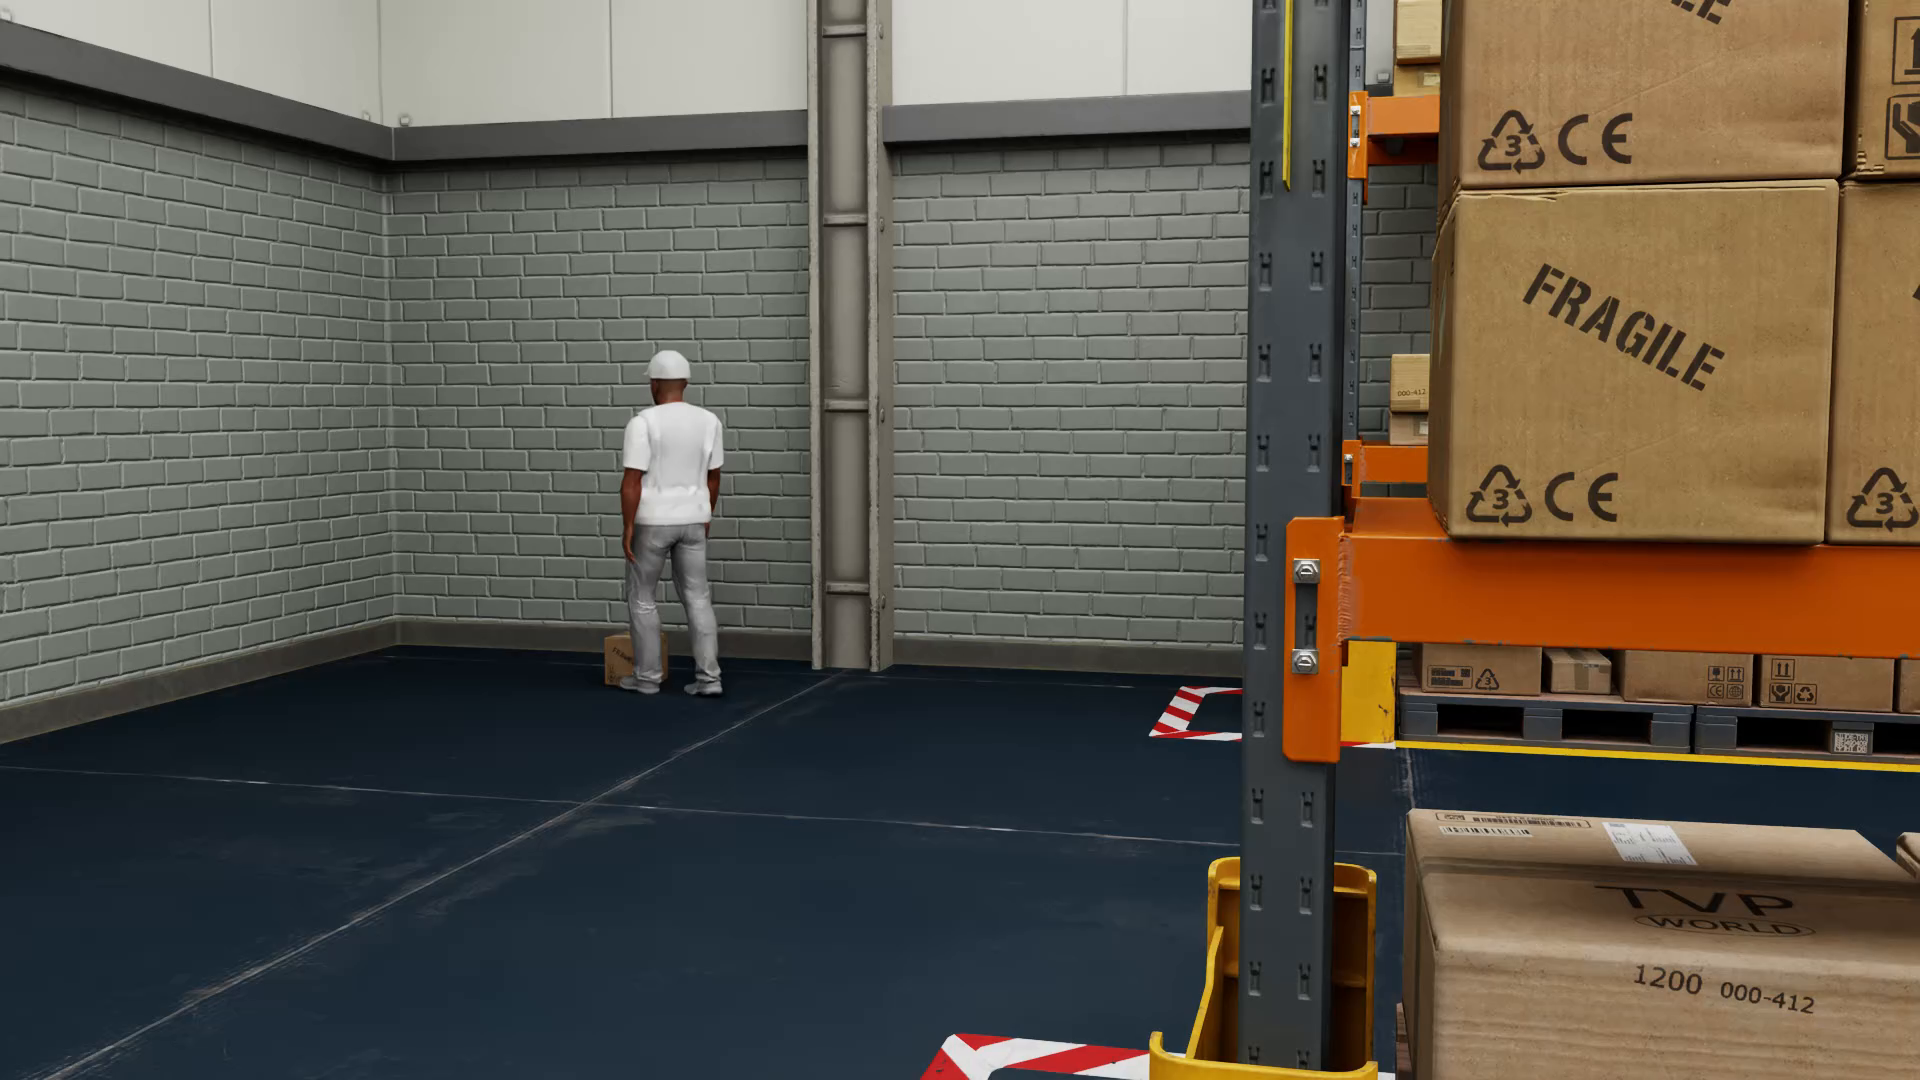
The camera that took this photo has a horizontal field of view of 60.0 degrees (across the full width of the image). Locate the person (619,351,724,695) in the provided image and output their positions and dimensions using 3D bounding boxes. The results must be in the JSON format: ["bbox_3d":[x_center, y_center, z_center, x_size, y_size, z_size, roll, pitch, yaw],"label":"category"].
[{"bbox_3d":[-1.498,-0.074,8.501,0.568,1.776,0.567,-4,6,-36],"label":"person"}]
